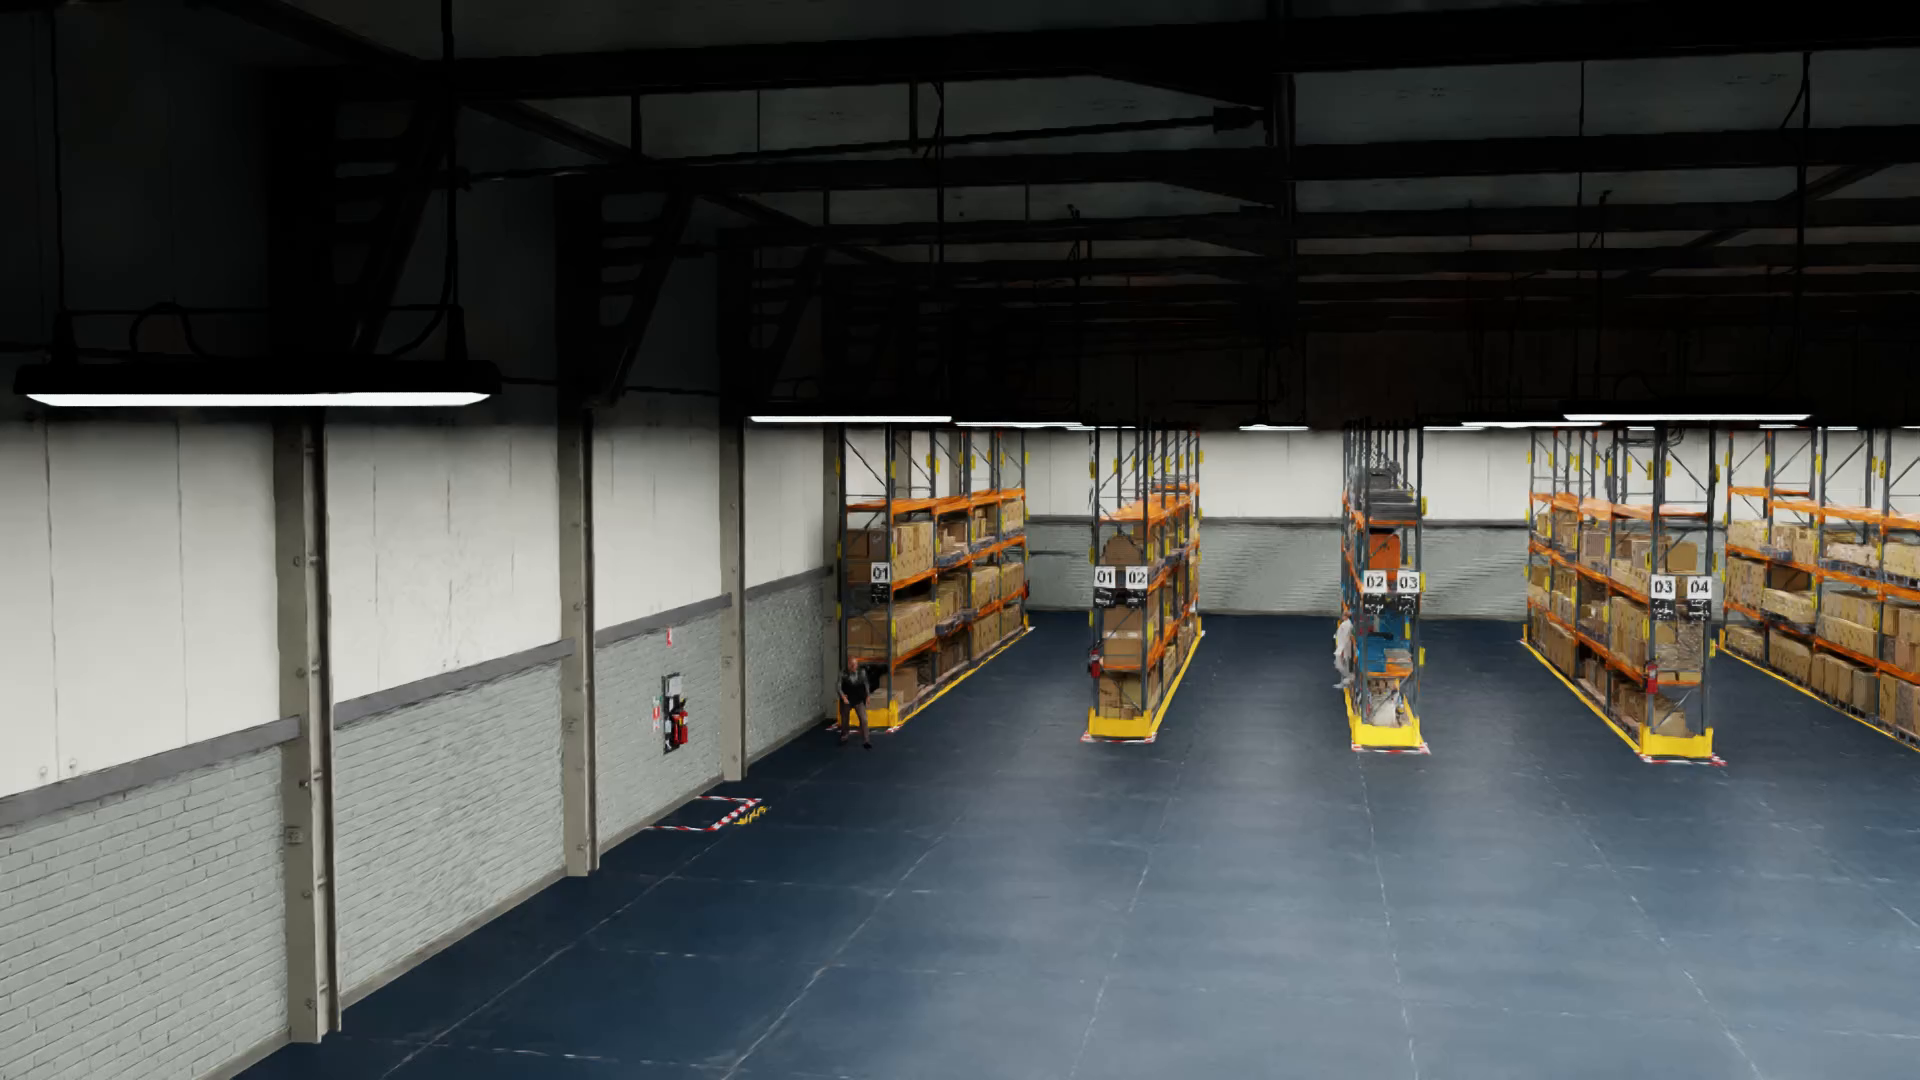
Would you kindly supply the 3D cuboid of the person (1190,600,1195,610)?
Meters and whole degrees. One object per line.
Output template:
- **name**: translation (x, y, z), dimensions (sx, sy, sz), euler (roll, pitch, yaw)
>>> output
- **person**: translation (6.898, 1.557, 50.845), dimensions (0.685, 1.722, 0.805), euler (0, 4, -7)

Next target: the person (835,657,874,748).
- **person**: translation (-1.933, 2.926, 30.188), dimensions (0.689, 1.660, 0.810), euler (0, 4, -7)

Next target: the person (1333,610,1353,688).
- **person**: translation (8.519, 2.428, 36.919), dimensions (0.445, 1.772, 0.703), euler (1, 4, 15)
